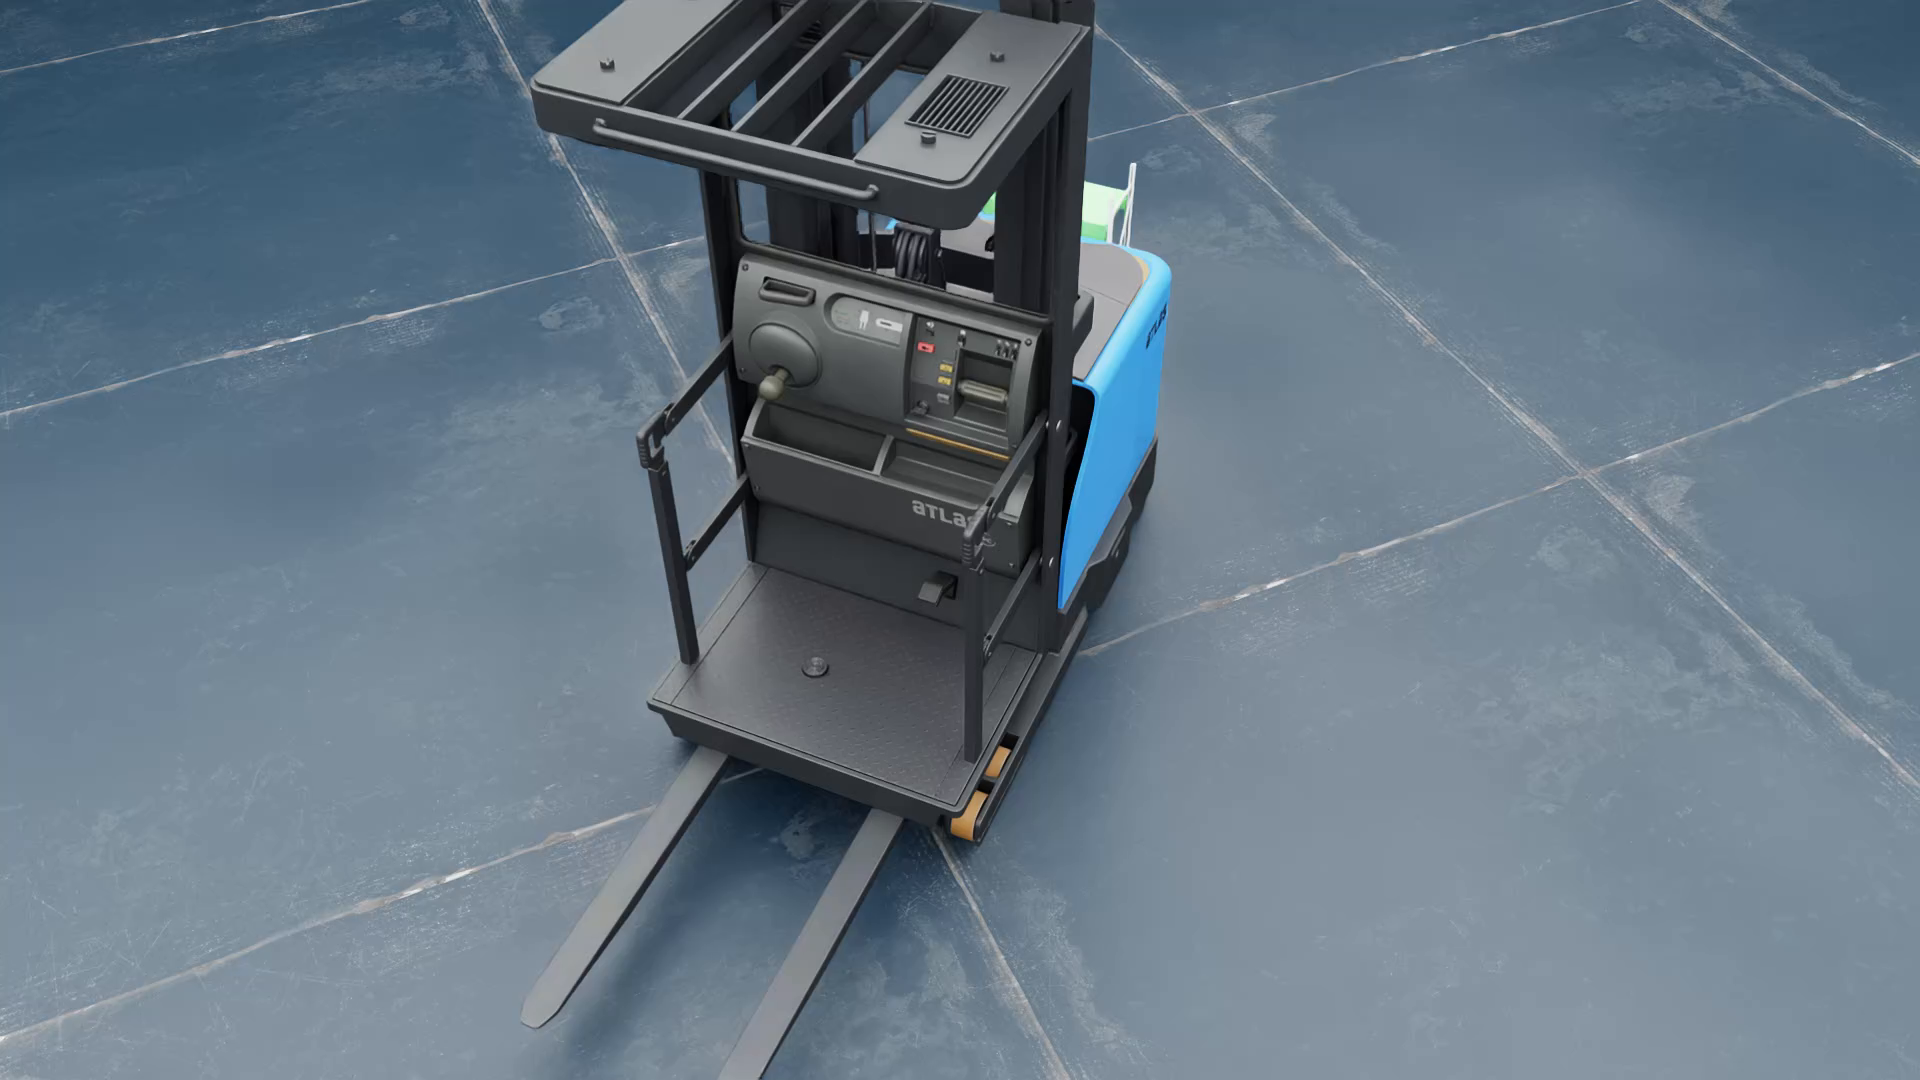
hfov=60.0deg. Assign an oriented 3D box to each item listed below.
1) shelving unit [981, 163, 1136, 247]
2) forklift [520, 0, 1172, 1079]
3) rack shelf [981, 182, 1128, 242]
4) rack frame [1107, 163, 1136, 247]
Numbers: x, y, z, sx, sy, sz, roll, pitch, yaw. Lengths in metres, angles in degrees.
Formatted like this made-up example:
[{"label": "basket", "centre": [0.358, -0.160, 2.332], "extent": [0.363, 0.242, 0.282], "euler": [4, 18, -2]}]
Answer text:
[{"label": "shelving unit", "centre": [0.344, -0.898, 6.305], "extent": [0.503, 1.200, 0.258], "euler": [17, 47, 16]}, {"label": "forklift", "centre": [-0.308, -0.438, 4.607], "extent": [1.130, 2.935, 3.031], "euler": [17, 47, 16]}, {"label": "rack shelf", "centre": [0.345, -1.195, 6.014], "extent": [0.480, 0.148, 0.258], "euler": [17, 47, 16]}, {"label": "rack frame", "centre": [0.568, -0.829, 6.235], "extent": [0.015, 1.200, 0.240], "euler": [17, 47, 16]}]
